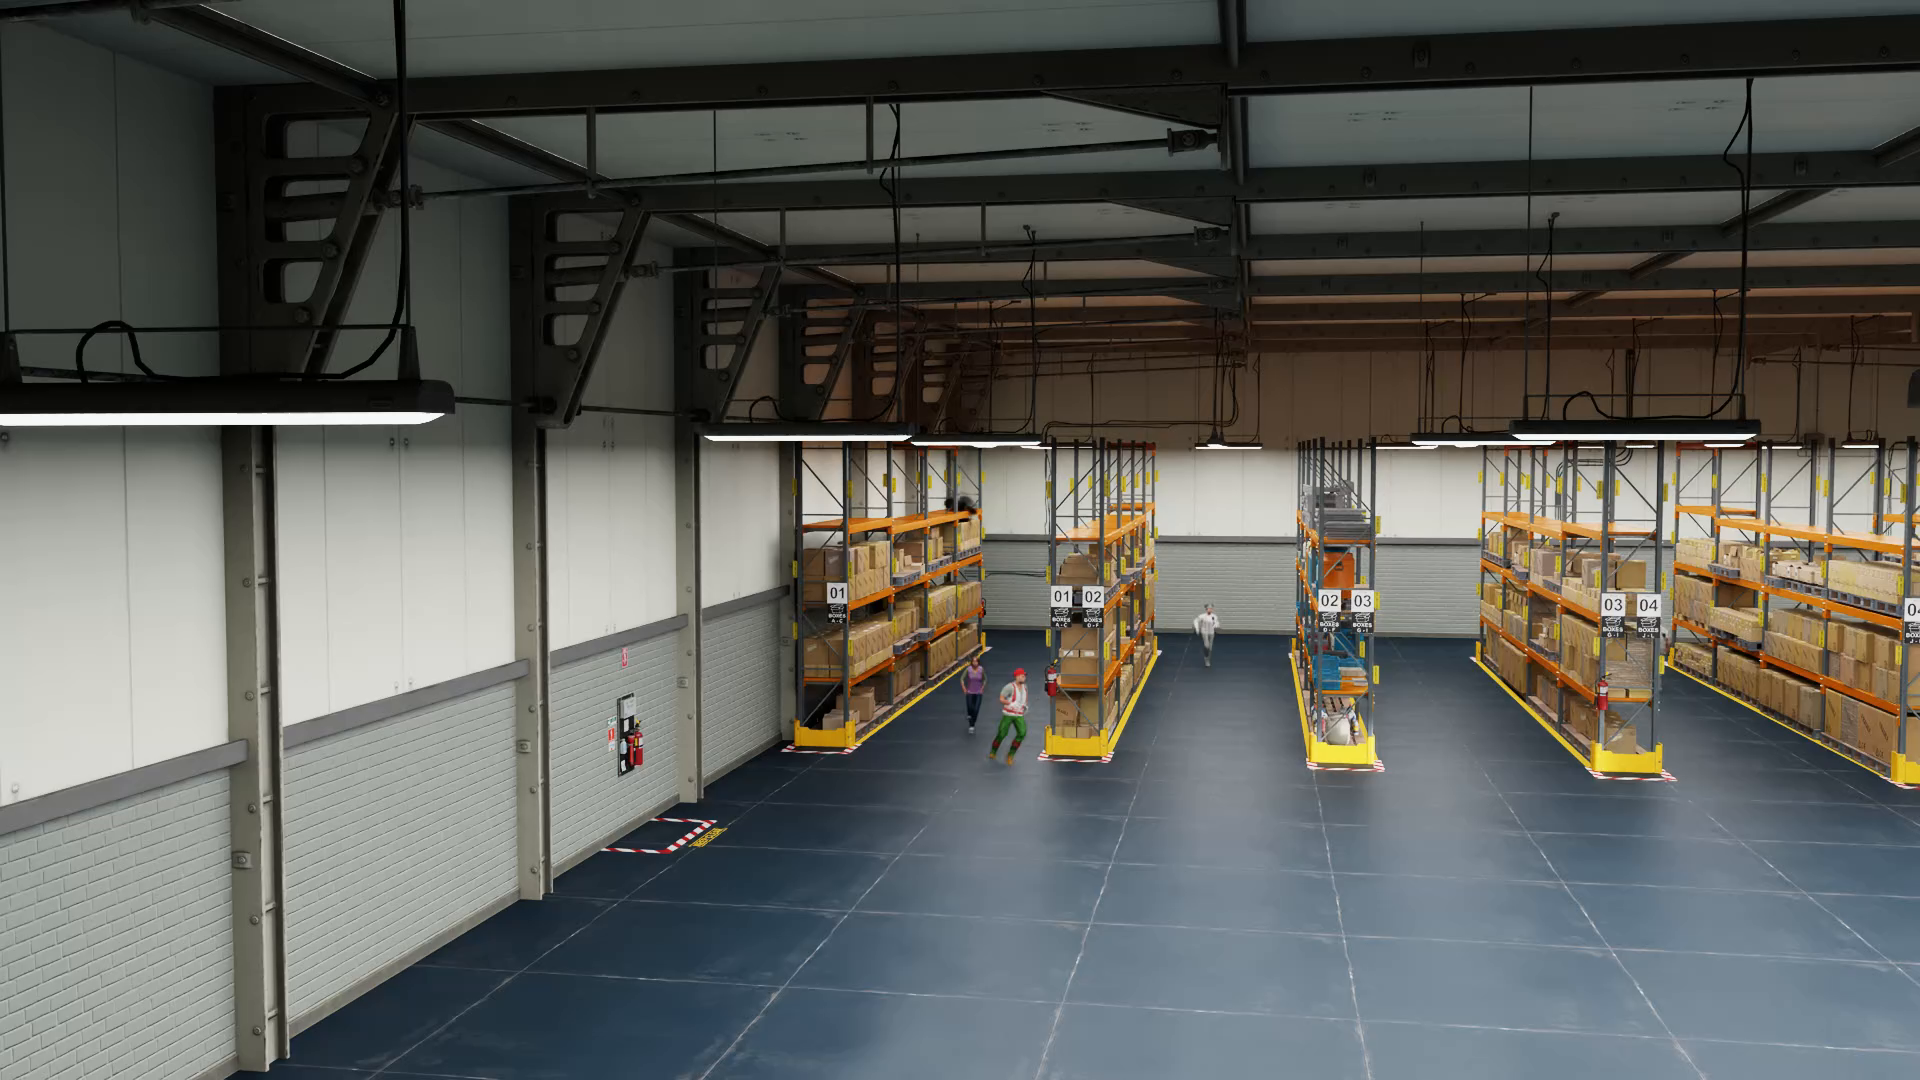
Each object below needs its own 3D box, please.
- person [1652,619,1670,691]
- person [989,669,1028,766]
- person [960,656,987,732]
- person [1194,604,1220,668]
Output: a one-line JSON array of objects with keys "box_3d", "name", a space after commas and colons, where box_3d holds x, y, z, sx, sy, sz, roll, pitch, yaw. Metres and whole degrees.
[{"box_3d": [16.854, 2.752, 40.321, 0.669, 1.771, 0.924, 0, 3, 3], "name": "person"}, {"box_3d": [0.968, 3.250, 30.716, 0.764, 1.755, 0.751, -2, 4, -31], "name": "person"}, {"box_3d": [0.289, 3.151, 34.097, 0.554, 1.560, 0.508, 0, 3, -6], "name": "person"}, {"box_3d": [6.598, 2.510, 44.313, 0.619, 1.659, 0.779, 0, 3, -7], "name": "person"}]
